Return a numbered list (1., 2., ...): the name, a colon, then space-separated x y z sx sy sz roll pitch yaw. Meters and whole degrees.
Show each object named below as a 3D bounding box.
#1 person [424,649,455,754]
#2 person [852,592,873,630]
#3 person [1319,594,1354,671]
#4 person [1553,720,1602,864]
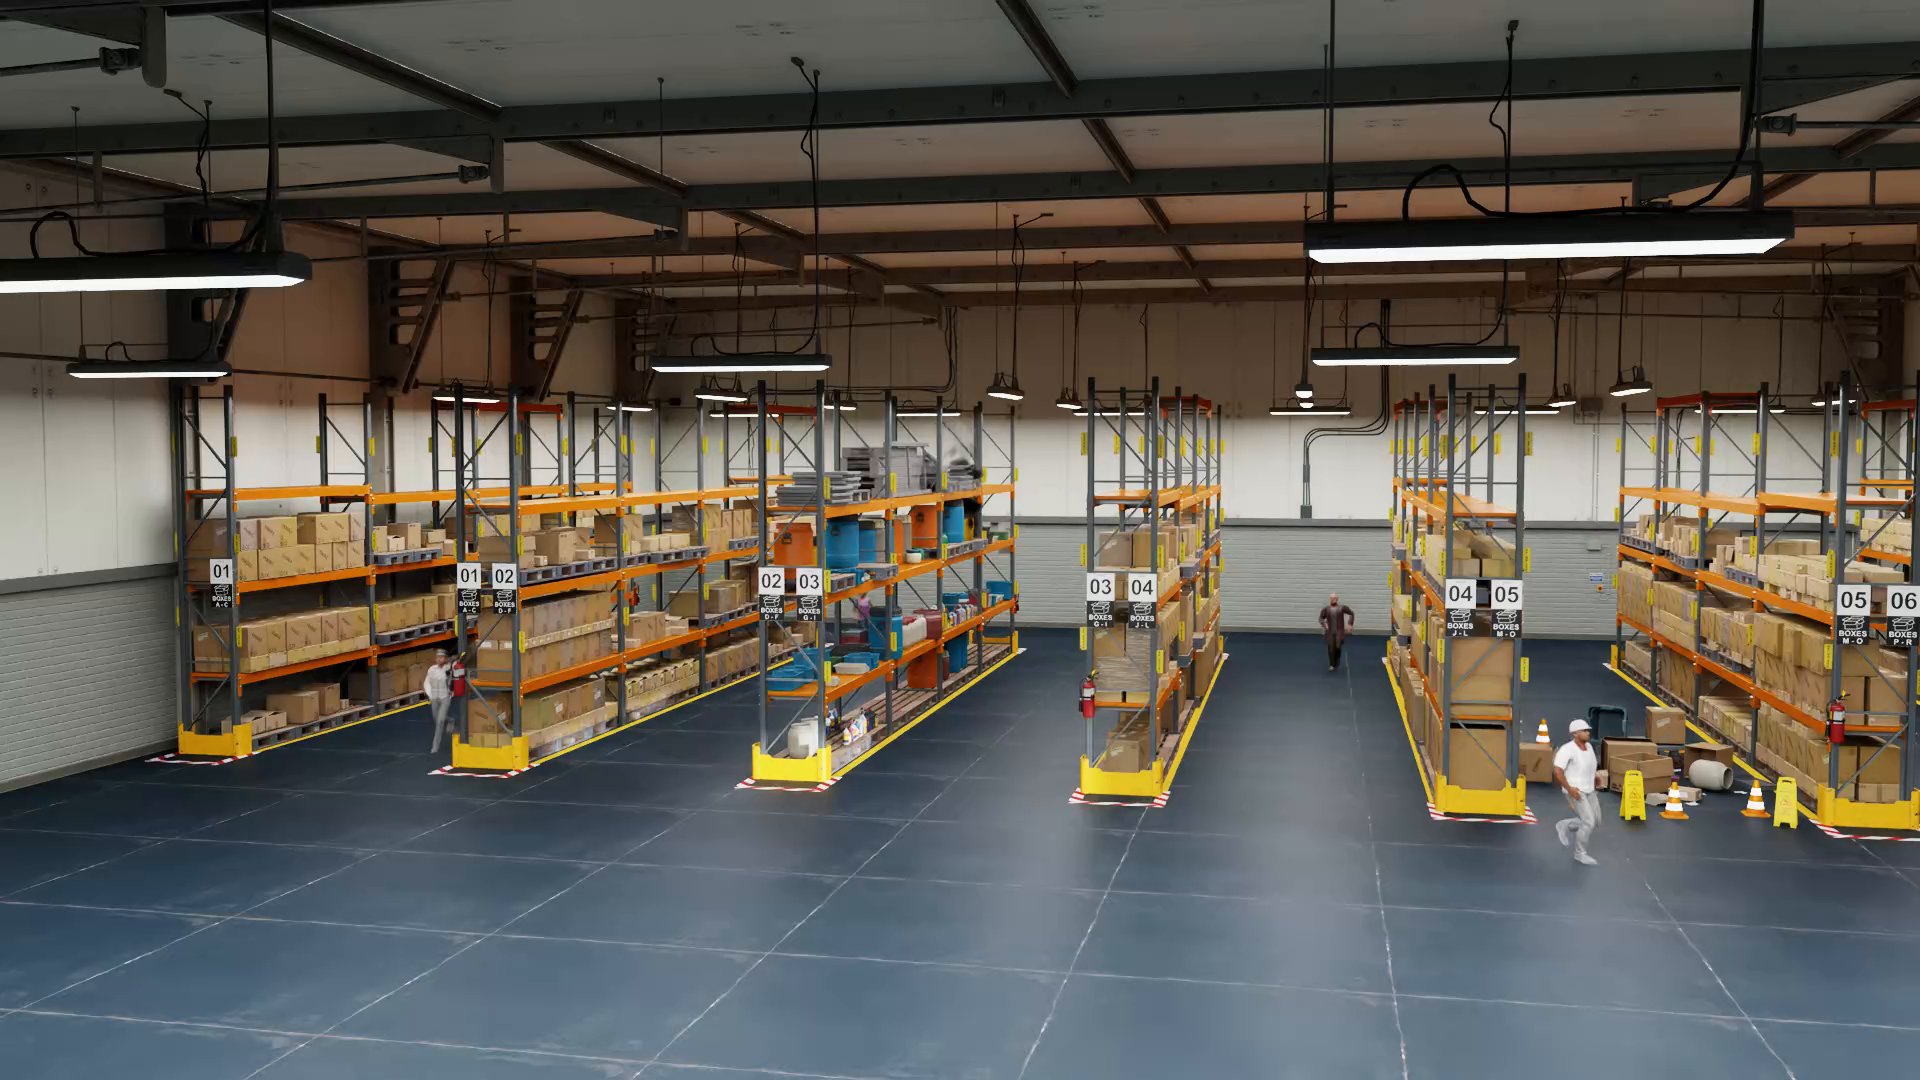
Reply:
1. person: -8.601 2.642 27.617 0.592 1.694 1.025 0 3 8
2. person: -2.363 1.957 40.675 0.550 1.562 0.645 0 3 -6
3. person: 8.345 2.067 36.973 0.742 1.738 0.767 1 3 23
4. person: 7.459 3.024 20.127 0.746 1.725 0.586 -2 4 -38
